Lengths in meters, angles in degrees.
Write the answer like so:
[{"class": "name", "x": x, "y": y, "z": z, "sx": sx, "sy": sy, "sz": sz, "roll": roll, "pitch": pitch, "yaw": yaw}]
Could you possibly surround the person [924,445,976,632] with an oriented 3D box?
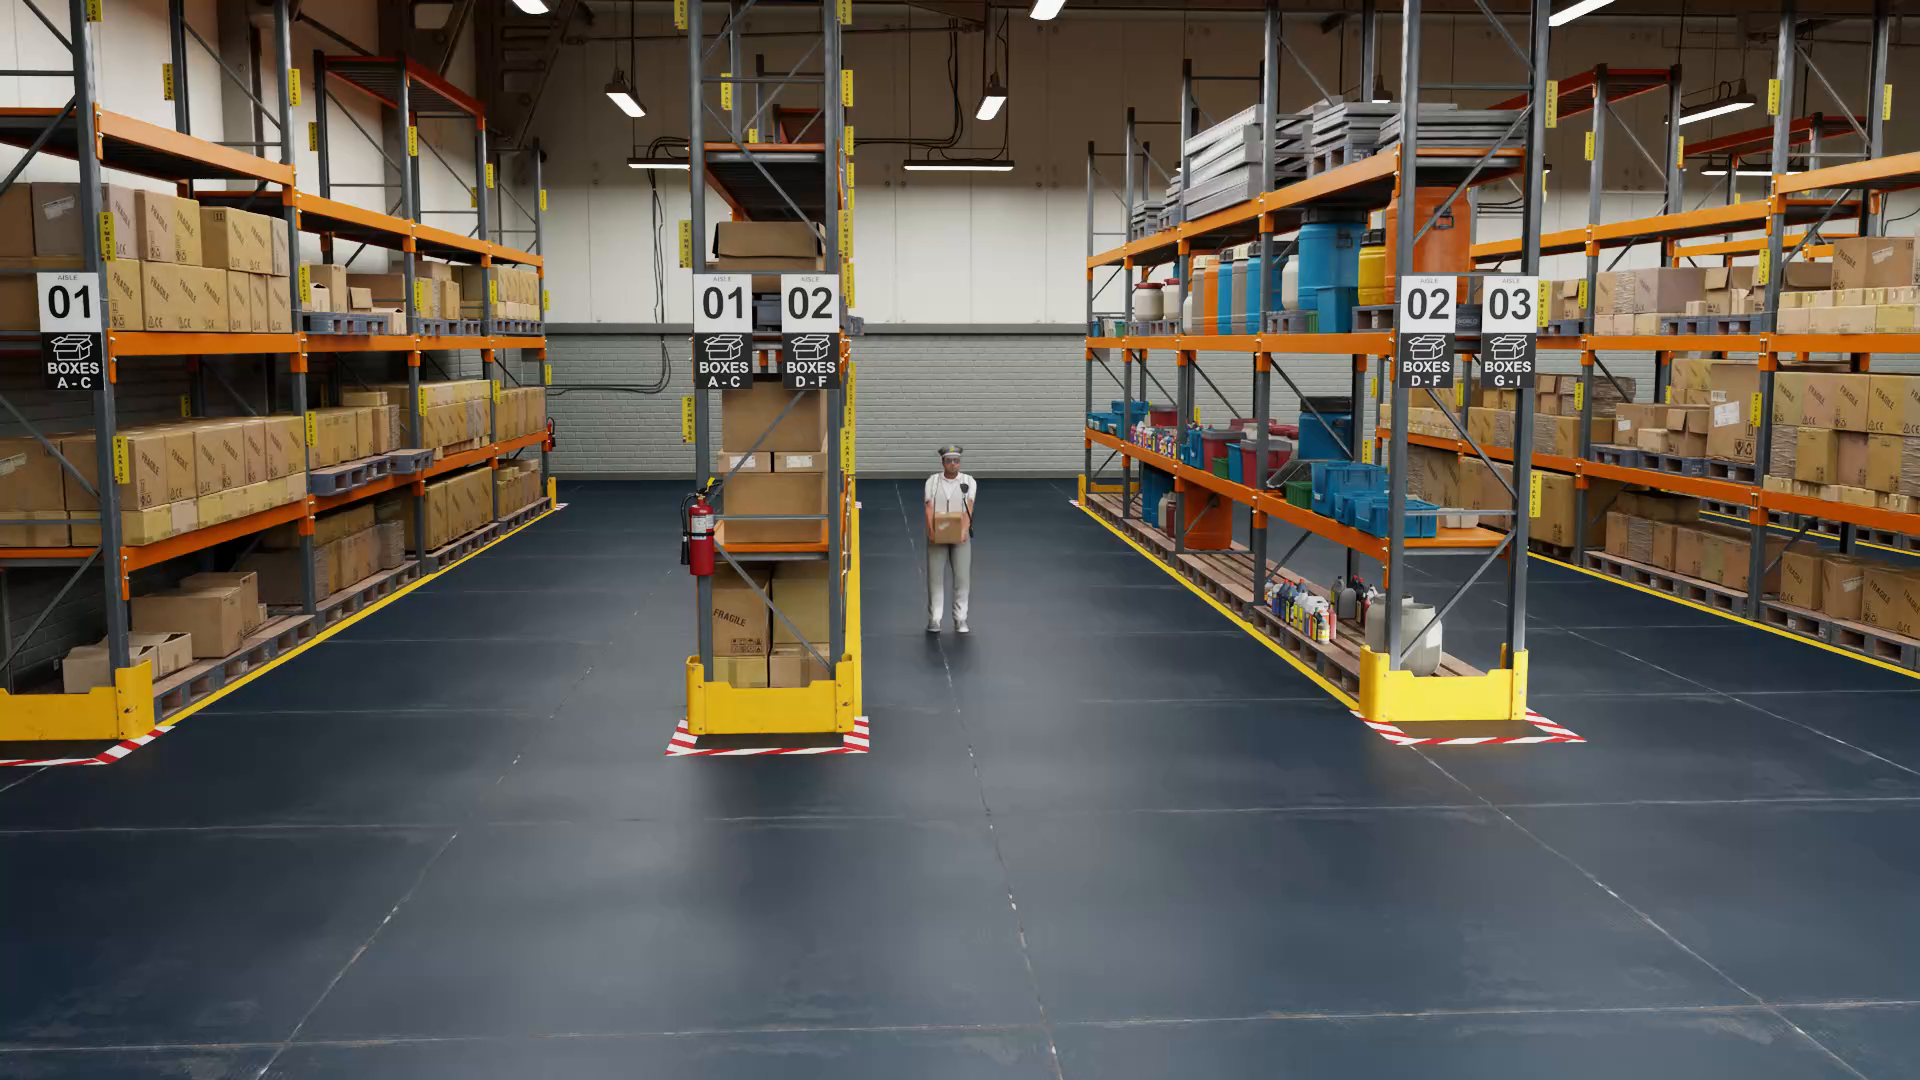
[{"class": "person", "x": -0.093, "y": -0.013, "z": 15.765, "sx": 0.494, "sy": 1.767, "sz": 0.556, "roll": 0, "pitch": 7, "yaw": 1}]
